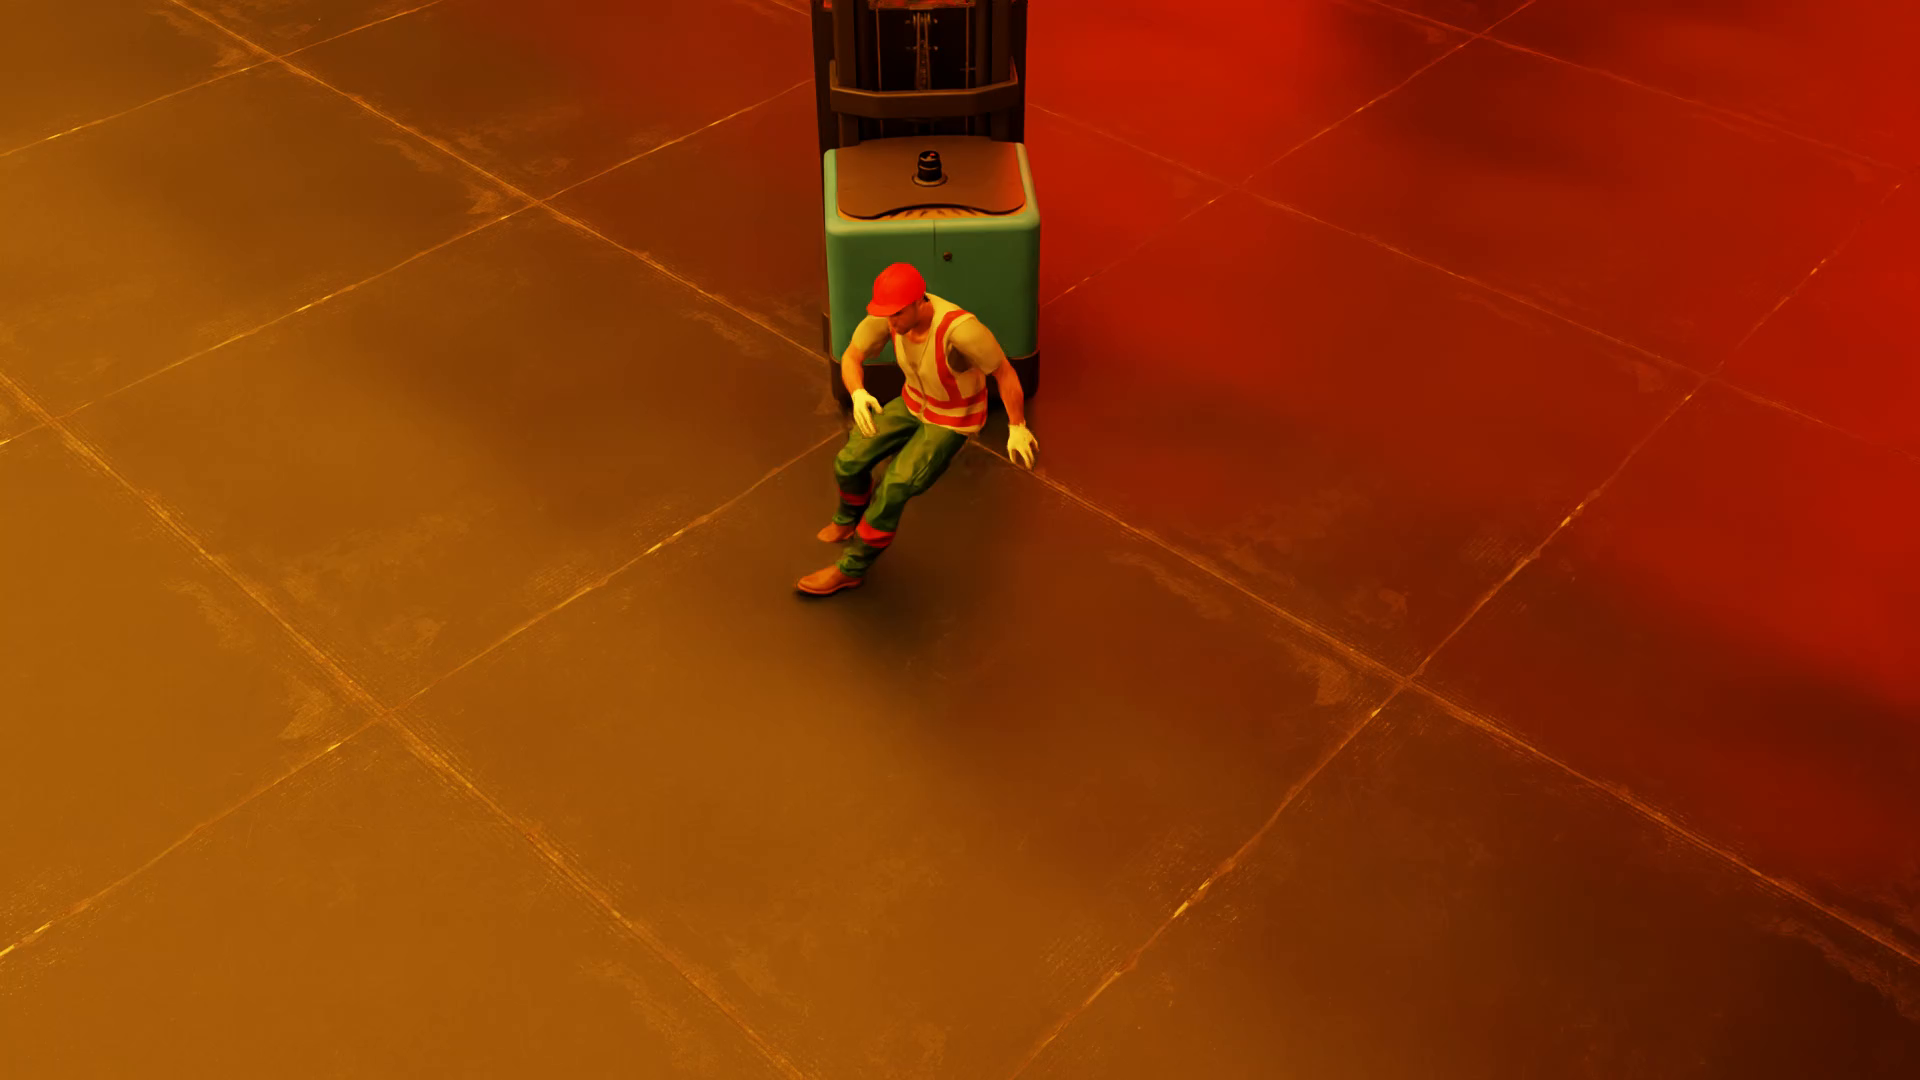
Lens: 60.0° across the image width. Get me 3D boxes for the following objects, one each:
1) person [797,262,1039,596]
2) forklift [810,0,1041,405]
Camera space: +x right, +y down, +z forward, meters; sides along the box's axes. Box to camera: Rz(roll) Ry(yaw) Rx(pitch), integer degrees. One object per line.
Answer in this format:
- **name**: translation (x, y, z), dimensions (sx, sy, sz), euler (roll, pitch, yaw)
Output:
- **person**: translation (-0.246, -0.434, 7.090), dimensions (0.928, 1.534, 0.947), euler (29, 48, 29)
- **forklift**: translation (-0.223, -2.740, 8.622), dimensions (1.130, 2.935, 3.031), euler (-3, 41, -3)
